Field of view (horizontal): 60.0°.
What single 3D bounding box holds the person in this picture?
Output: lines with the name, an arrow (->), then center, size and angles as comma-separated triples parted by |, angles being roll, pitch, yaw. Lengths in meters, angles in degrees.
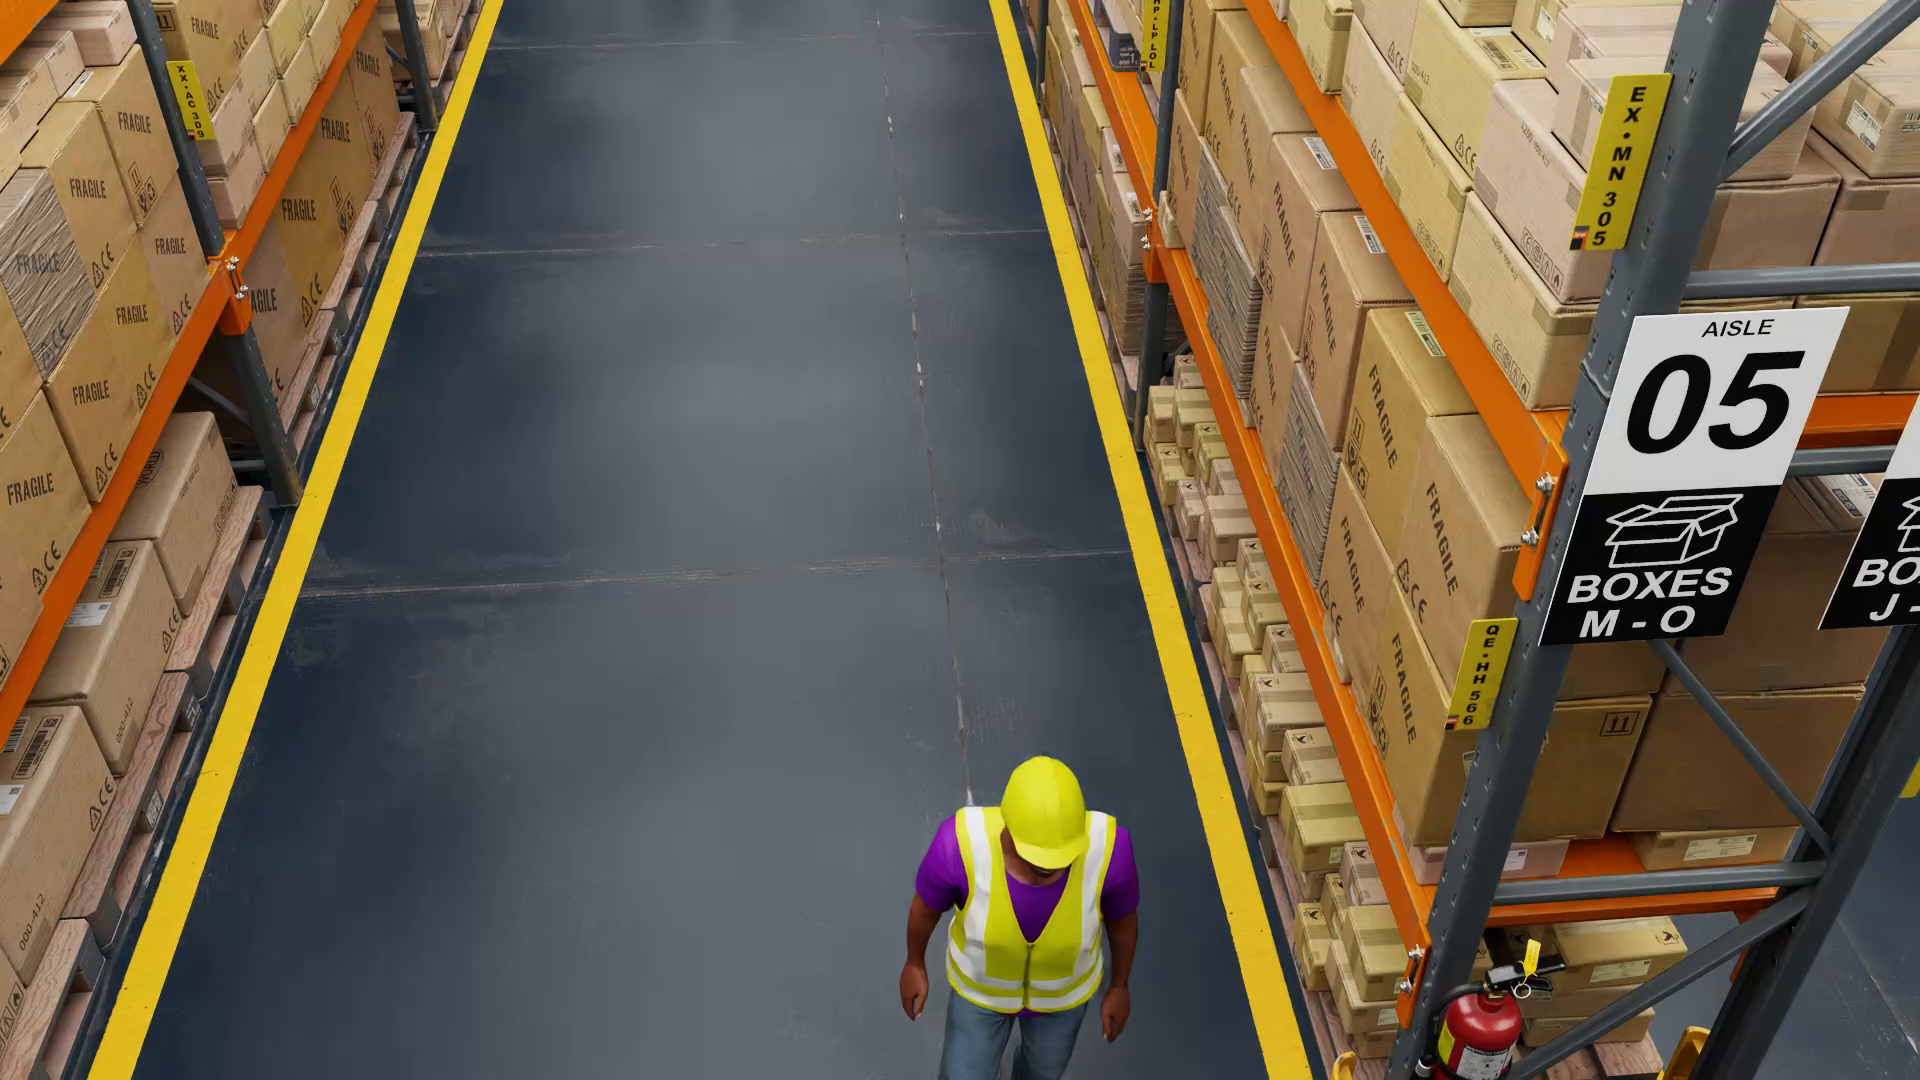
person -> 0.156, 1.208, 4.589 | 0.652, 1.755, 0.449 | -1, 39, -1
